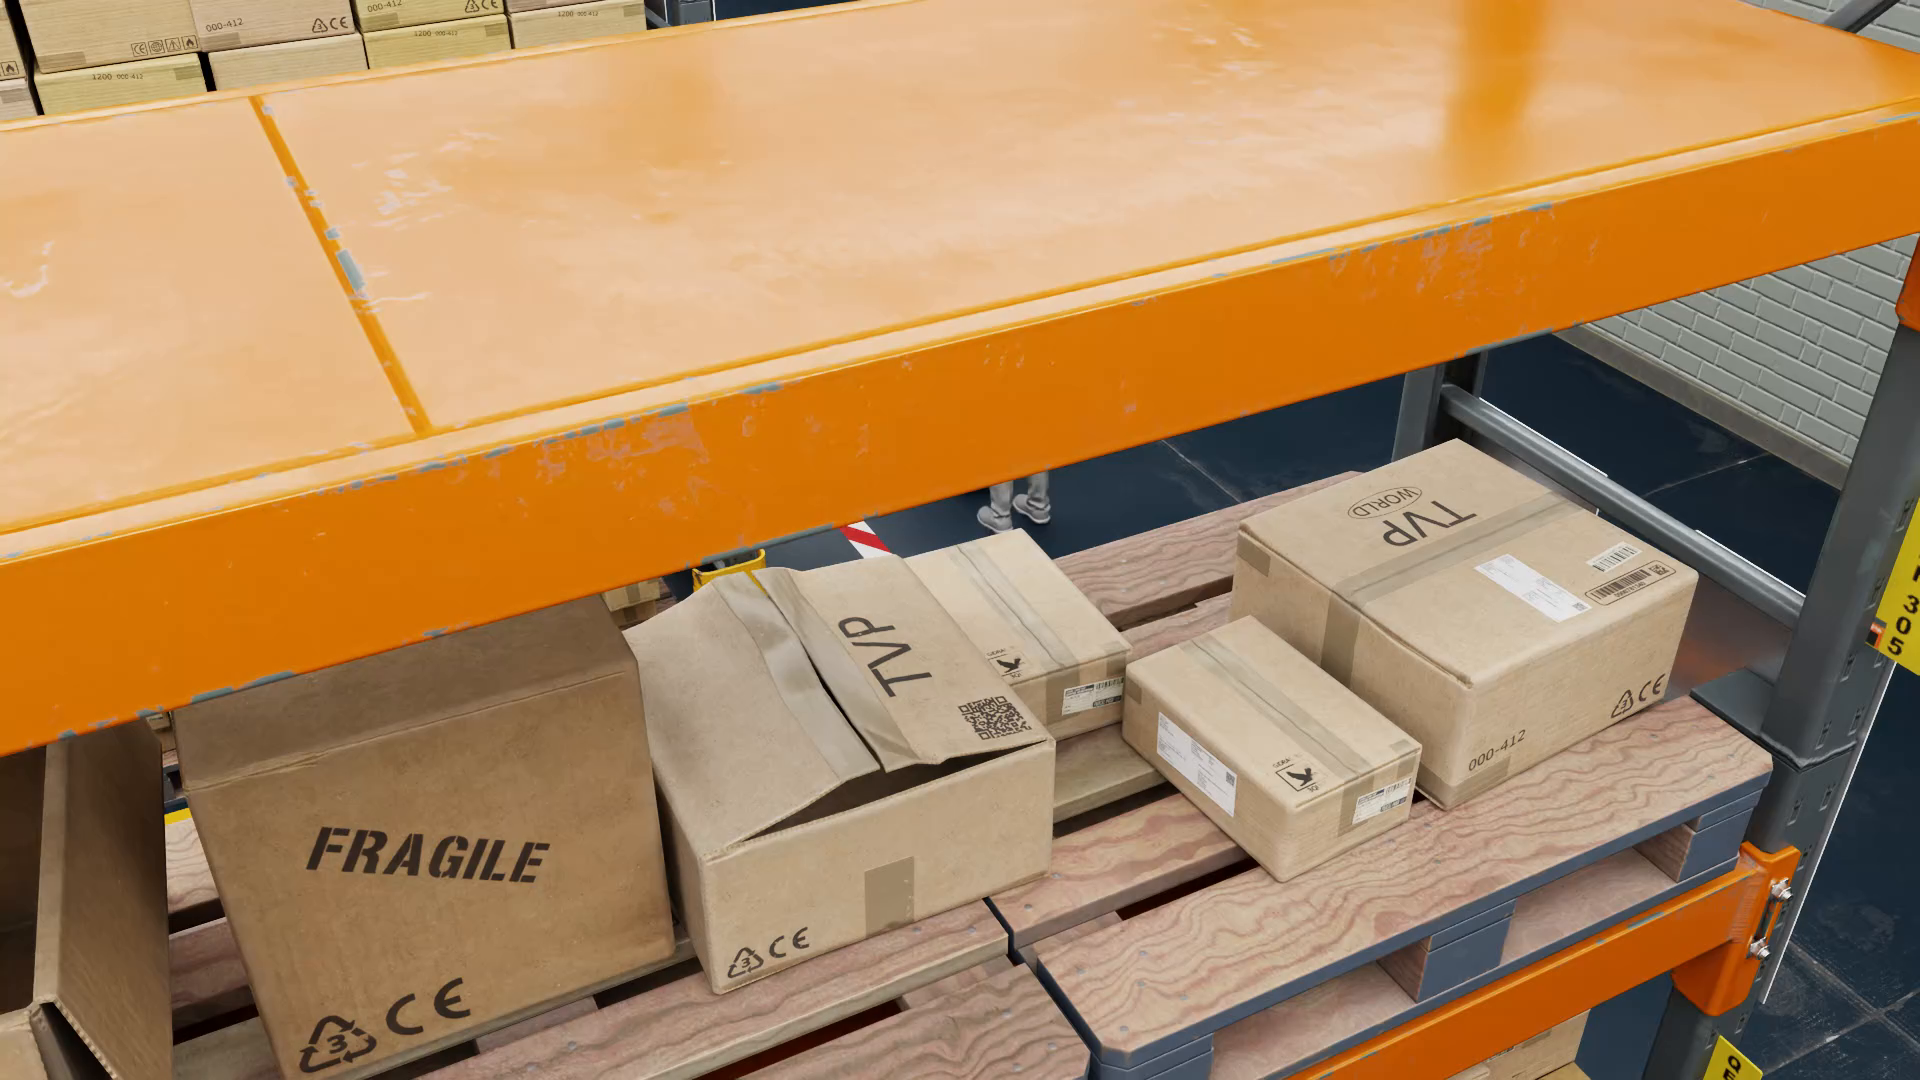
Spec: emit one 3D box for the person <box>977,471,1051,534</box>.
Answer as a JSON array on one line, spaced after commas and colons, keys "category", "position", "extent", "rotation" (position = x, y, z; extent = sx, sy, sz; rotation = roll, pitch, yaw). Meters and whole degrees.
[{"category": "person", "position": [0.259, -0.803, 8.371], "extent": [0.468, 1.670, 0.329], "rotation": [-15, 36, -22]}]
